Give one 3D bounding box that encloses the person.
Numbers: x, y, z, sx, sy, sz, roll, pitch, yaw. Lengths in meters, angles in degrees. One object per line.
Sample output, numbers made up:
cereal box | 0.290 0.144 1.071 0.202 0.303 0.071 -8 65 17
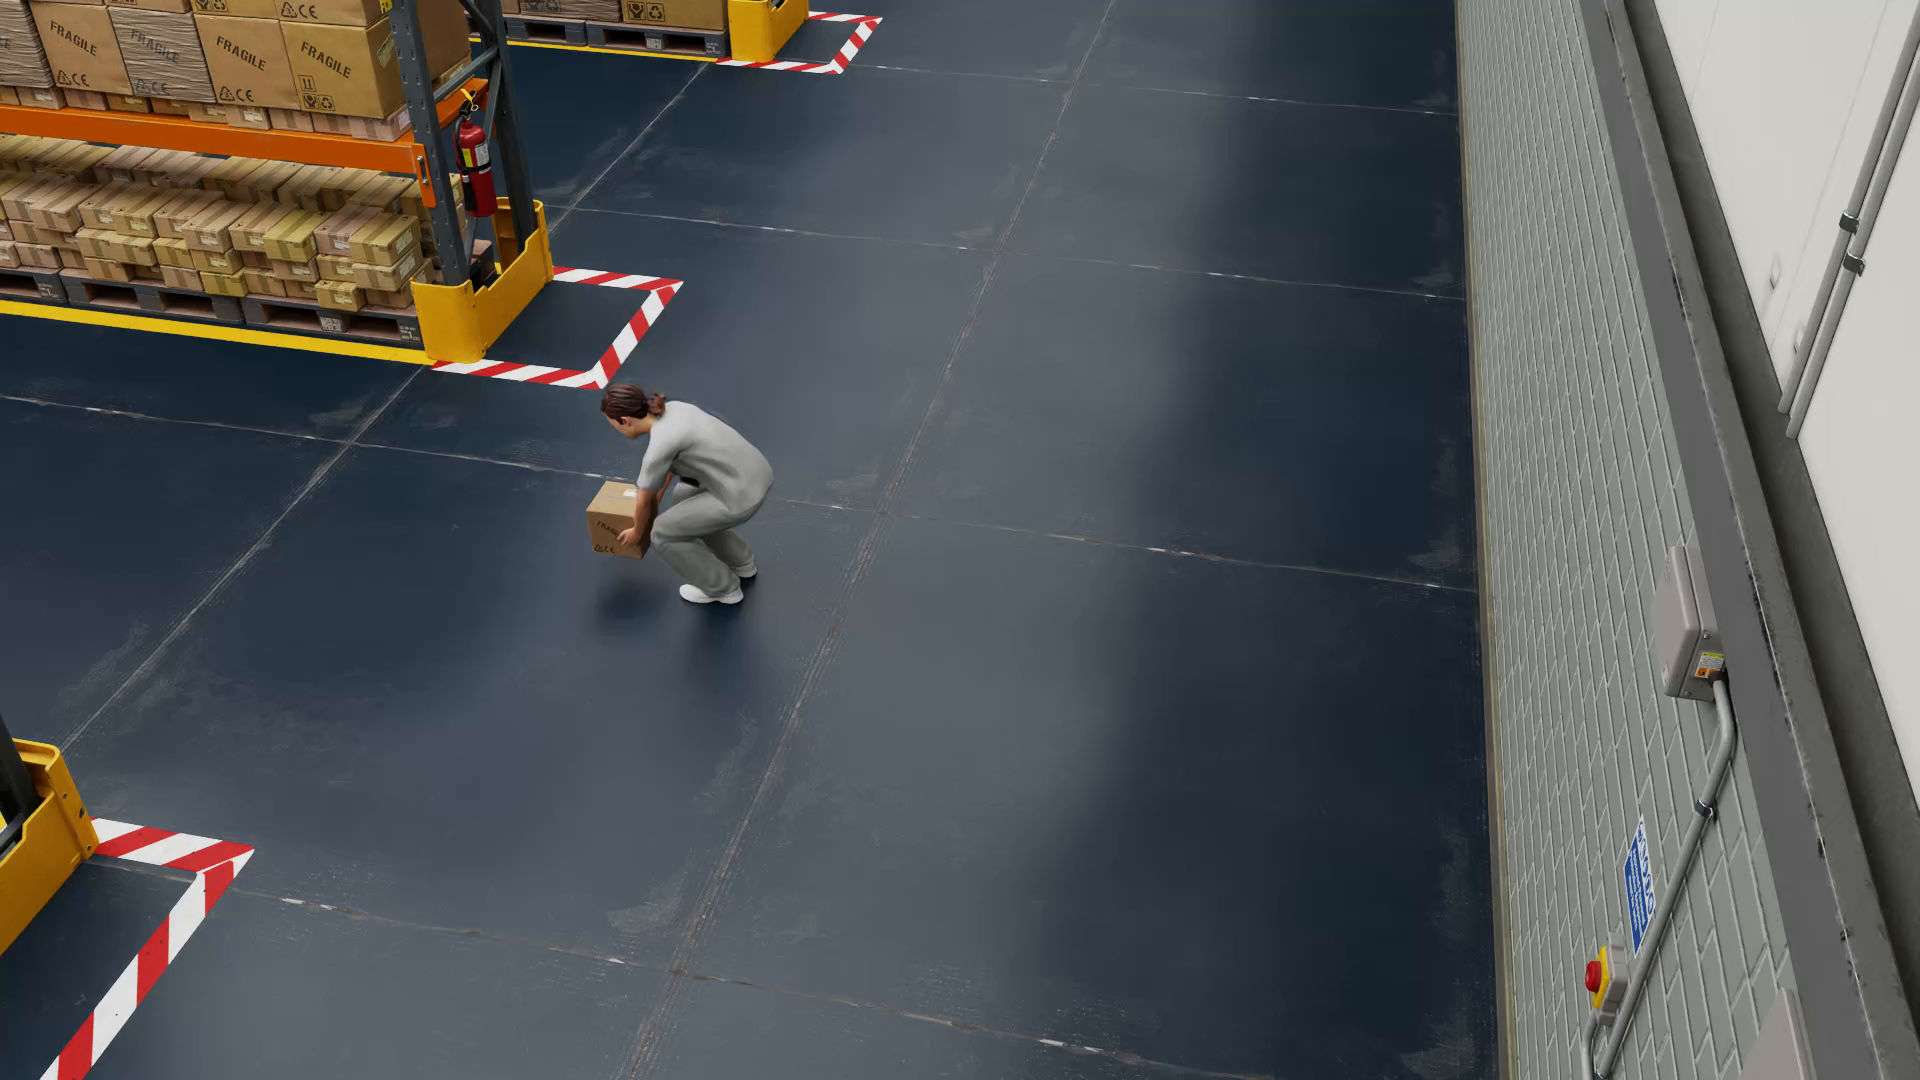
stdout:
person | -1.250 -0.223 7.734 0.747 1.116 0.496 7 37 10
